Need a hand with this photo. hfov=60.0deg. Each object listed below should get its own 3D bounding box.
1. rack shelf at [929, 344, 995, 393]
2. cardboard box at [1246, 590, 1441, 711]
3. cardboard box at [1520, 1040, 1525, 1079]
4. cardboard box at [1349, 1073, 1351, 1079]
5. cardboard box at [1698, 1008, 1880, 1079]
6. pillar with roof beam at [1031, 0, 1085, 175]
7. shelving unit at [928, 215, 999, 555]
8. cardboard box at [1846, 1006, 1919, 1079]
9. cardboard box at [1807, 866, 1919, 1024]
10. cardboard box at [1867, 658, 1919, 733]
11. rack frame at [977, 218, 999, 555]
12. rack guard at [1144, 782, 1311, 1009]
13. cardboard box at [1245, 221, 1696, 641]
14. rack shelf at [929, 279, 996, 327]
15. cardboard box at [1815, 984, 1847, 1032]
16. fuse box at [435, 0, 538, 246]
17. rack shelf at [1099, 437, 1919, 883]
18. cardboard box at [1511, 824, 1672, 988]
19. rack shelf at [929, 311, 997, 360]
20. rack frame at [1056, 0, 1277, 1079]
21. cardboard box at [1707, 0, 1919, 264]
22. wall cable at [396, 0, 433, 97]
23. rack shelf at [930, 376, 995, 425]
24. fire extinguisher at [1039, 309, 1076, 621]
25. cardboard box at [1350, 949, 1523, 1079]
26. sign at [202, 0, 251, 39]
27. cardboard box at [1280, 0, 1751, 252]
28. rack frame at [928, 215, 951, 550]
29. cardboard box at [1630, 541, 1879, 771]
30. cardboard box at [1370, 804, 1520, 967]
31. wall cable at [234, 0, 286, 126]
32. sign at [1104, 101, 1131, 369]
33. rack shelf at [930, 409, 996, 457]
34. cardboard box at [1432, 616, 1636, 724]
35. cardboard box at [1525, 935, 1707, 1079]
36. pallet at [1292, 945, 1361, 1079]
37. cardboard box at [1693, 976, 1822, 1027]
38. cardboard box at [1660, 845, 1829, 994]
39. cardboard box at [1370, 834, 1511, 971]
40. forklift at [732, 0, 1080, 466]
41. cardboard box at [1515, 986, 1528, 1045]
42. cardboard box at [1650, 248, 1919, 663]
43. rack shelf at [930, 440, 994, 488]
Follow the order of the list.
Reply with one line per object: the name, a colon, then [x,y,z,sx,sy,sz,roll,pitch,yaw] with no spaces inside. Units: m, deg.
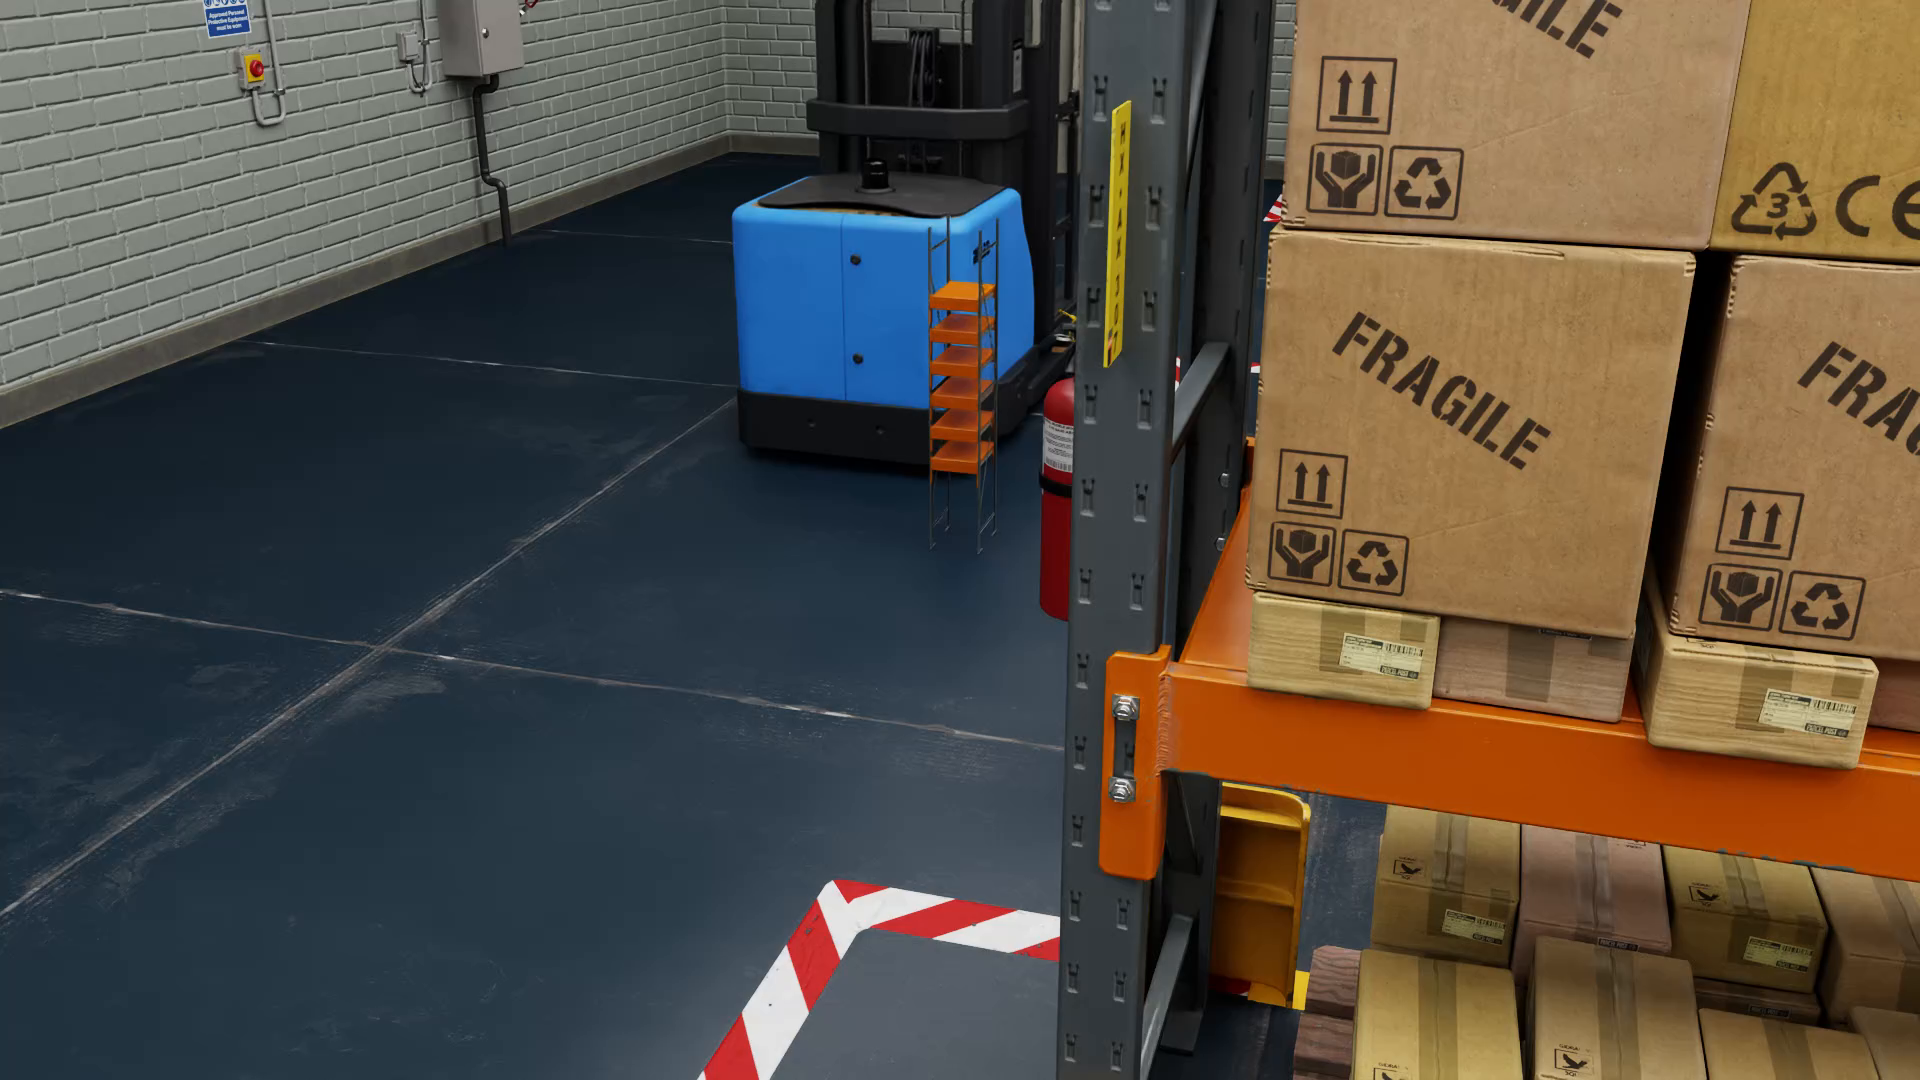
rack shelf: [0.014,-0.623,6.010,0.180,0.103,0.258,7,23,16]
cardboard box: [0.574,0.086,2.440,0.250,0.149,0.380,6,23,15]
cardboard box: [1.031,1.003,2.683,0.250,0.149,0.380,6,23,15]
cardboard box: [0.786,0.953,2.807,0.250,0.149,0.380,8,23,18]
cardboard box: [1.264,0.906,2.529,0.250,0.149,0.380,6,23,15]
pillar with roof beam: [-0.443,-5.633,8.145,0.400,9.000,9.100,7,23,16]
shelving unit: [0.014,-0.554,6.038,0.189,1.200,0.258,7,23,16]
cardboard box: [1.526,0.903,2.536,0.250,0.149,0.380,5,23,13]
cardboard box: [1.676,0.712,3.000,0.250,0.149,0.380,6,23,13]
cardboard box: [1.359,0.126,2.341,0.250,0.149,0.380,8,24,18]
rack frame: [0.101,-0.543,6.014,0.006,1.200,0.240,7,23,16]
rack guard: [0.431,0.980,3.223,0.348,0.500,1.175,7,23,16]
cardboard box: [0.708,-0.220,2.329,0.500,0.500,0.500,8,24,18]
rack shelf: [0.014,-0.845,5.919,0.180,0.103,0.258,7,23,16]
cardboard box: [1.671,0.879,2.985,0.250,0.149,0.380,6,23,15]
fuse box: [-2.967,-2.756,10.733,0.414,1.711,0.539,7,23,16]
rack shelf: [2.273,0.367,2.371,4.000,0.370,1.077,7,23,16]
cardboard box: [1.162,0.679,3.082,0.250,0.149,0.380,7,23,17]
rack shelf: [0.014,-0.734,5.964,0.180,0.103,0.258,7,23,16]
rack frame: [0.358,-0.185,2.769,0.127,3.000,1.000,7,23,16]
cardboard box: [1.196,-0.633,2.020,0.500,0.500,0.500,7,23,17]
wall cable: [-3.315,-3.591,9.733,0.122,1.984,0.588,7,23,16]
rack shelf: [0.014,-0.512,6.055,0.180,0.103,0.258,7,23,16]
fire extinguisher: [0.250,-0.172,3.331,0.183,0.674,0.296,7,23,16]
cardboard box: [0.762,0.845,2.677,0.250,0.149,0.380,5,23,13]
sign: [-3.786,-2.719,8.589,0.001,0.218,0.327,7,23,16]
cardboard box: [0.711,-0.686,2.149,0.500,0.500,0.500,6,23,15]
rack frame: [-0.074,-0.564,6.063,0.006,1.200,0.240,7,23,16]
cardboard box: [1.071,0.147,2.289,0.250,0.149,0.380,6,23,14]
cardboard box: [0.938,0.630,3.200,0.250,0.149,0.380,7,23,16]
wall cable: [-3.714,-3.089,8.468,0.123,1.953,0.585,7,23,16]
sign: [0.202,-0.389,2.124,0.005,0.325,0.100,7,23,16]
rack shelf: [0.014,-0.401,6.101,0.180,0.103,0.258,7,23,16]
cardboard box: [0.829,0.098,2.408,0.250,0.149,0.380,7,23,17]
cardboard box: [1.060,0.832,2.709,0.250,0.149,0.380,7,23,16]
pallet: [1.198,1.215,3.029,1.213,0.211,1.003,7,23,16]
cardboard box: [1.444,0.812,3.148,0.250,0.149,0.380,6,23,13]
cardboard box: [1.447,0.661,3.126,0.250,0.149,0.380,6,23,14]
cardboard box: [0.946,0.756,3.286,0.250,0.149,0.380,6,23,14]
forklift: [-0.011,-2.182,7.728,1.130,2.935,3.031,7,23,16]
cardboard box: [1.181,0.804,3.168,0.250,0.149,0.380,6,23,14]
cardboard box: [1.228,-0.170,2.208,0.500,0.500,0.500,7,23,16]
rack shelf: [0.014,-0.290,6.146,0.180,0.103,0.258,7,23,16]
